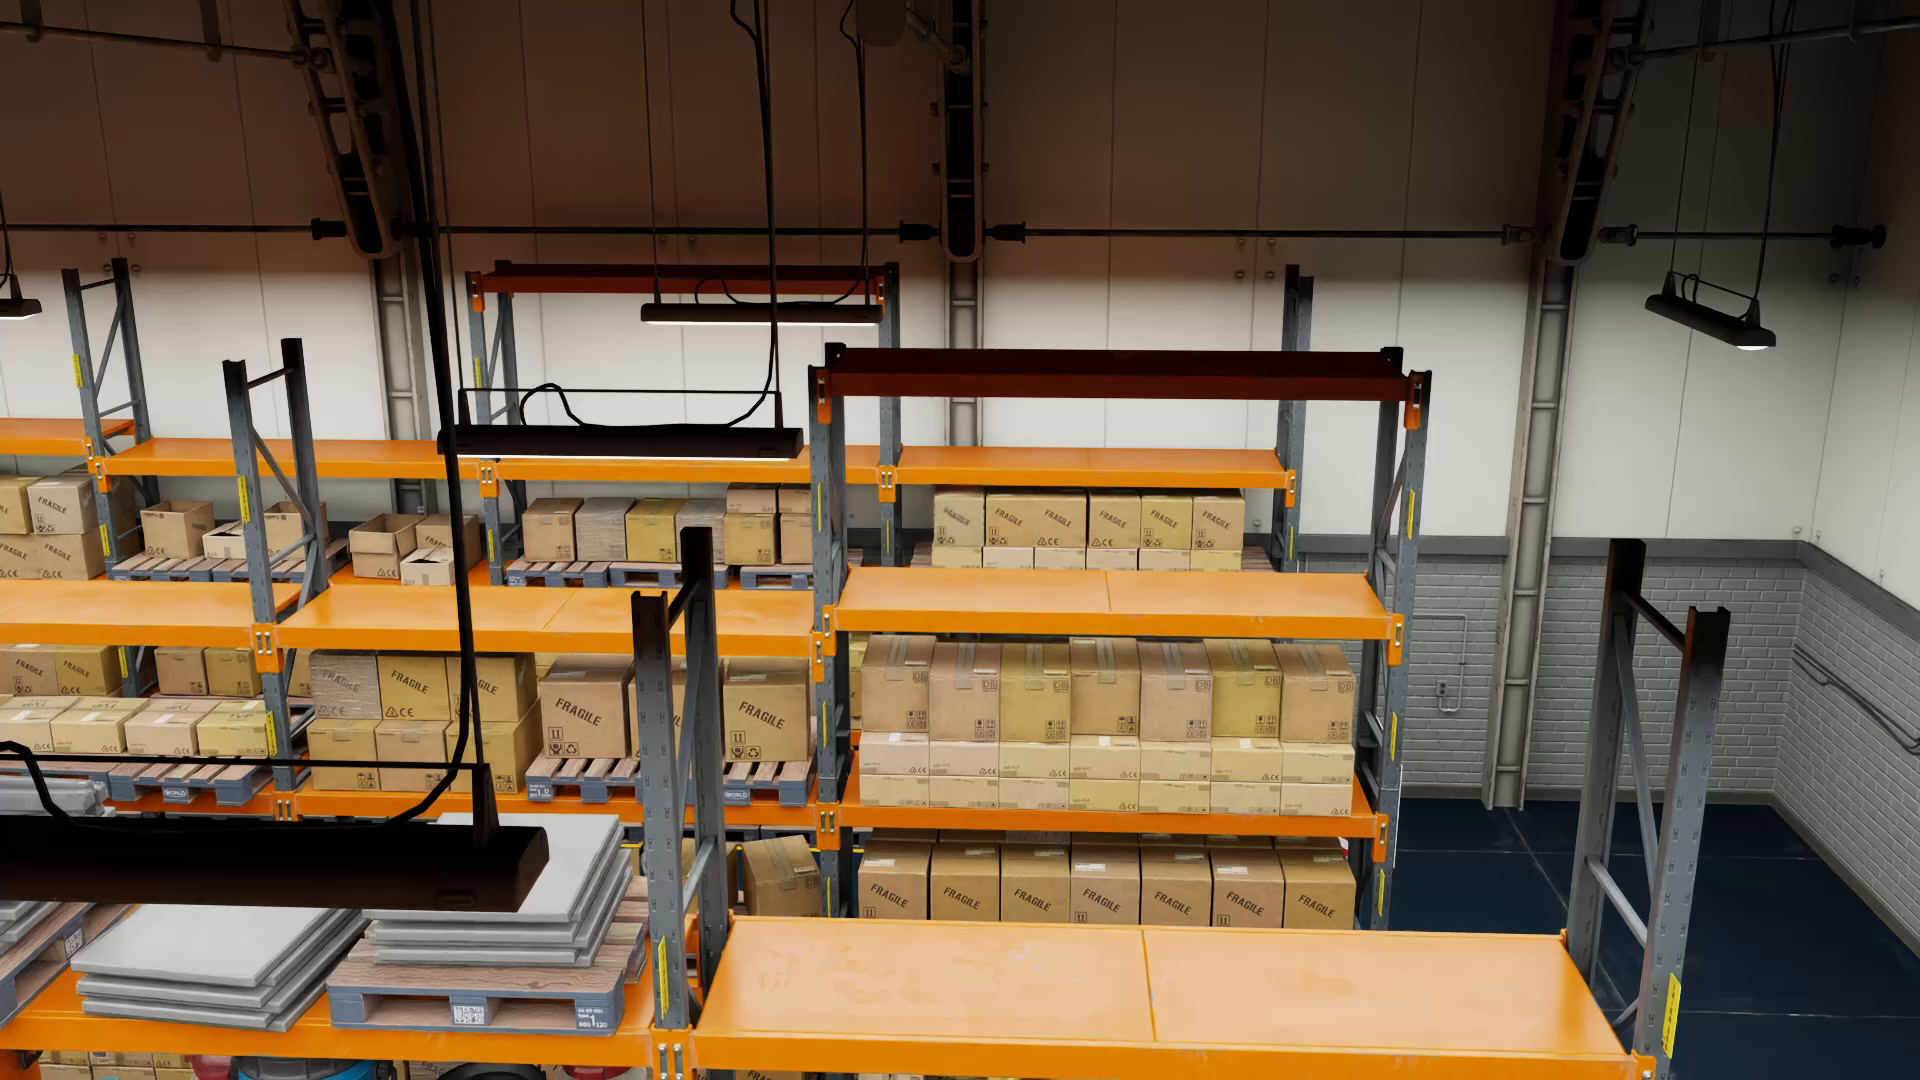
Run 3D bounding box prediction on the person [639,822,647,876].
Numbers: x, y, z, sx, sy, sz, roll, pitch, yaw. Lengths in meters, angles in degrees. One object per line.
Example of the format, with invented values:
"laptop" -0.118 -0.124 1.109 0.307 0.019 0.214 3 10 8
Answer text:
"person" -2.558 3.151 14.827 0.576 1.654 0.507 4 17 15
